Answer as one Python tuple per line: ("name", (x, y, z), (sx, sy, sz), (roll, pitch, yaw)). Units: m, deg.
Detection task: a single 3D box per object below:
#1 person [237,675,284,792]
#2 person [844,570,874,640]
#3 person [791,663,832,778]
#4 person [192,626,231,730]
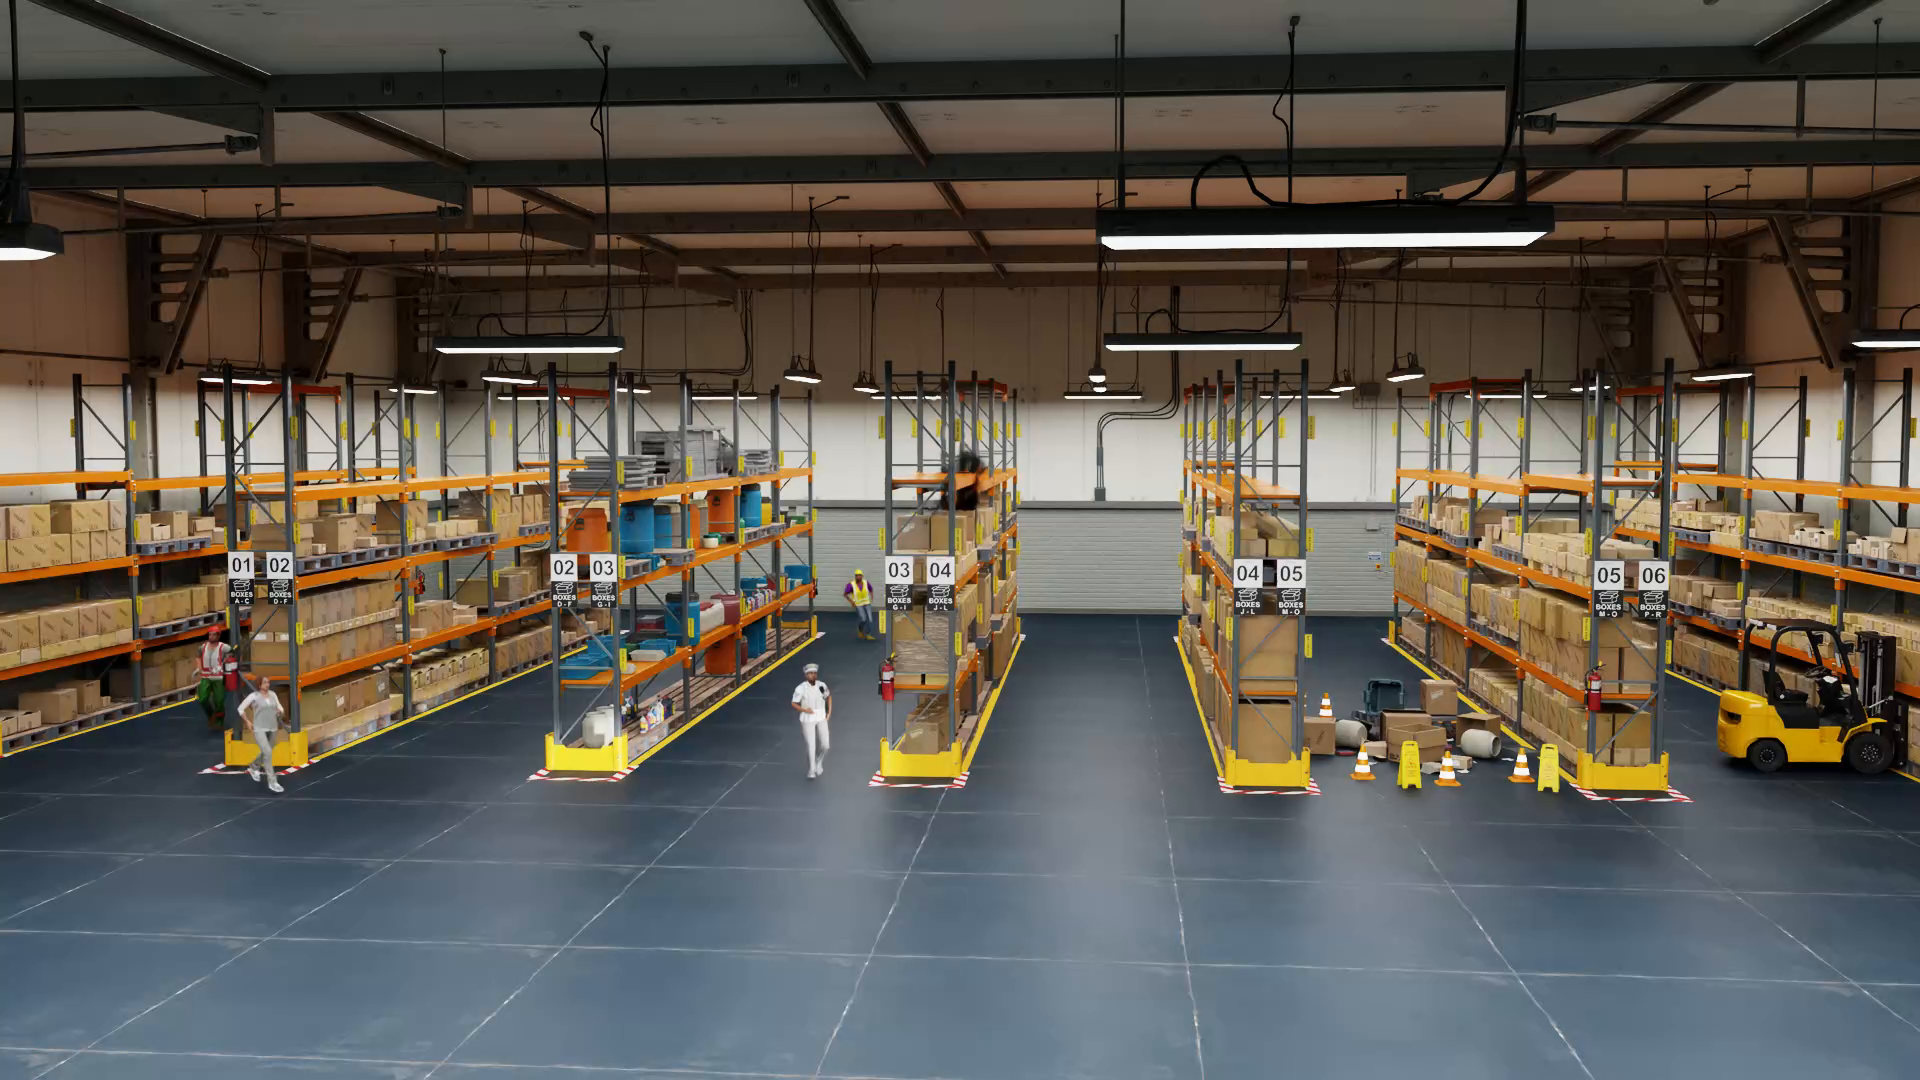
("person", (-9.684, 2.663, 23.129), (0.890, 1.585, 0.534), (2, 4, 32))
("person", (-2.348, 1.548, 39.607), (0.701, 1.688, 0.563), (-2, 4, -25))
("person", (-2.089, 2.592, 23.831), (0.641, 1.659, 0.529), (-2, 4, -22))
("person", (-12.396, 2.304, 27.568), (0.664, 1.739, 0.603), (0, 4, -7))
